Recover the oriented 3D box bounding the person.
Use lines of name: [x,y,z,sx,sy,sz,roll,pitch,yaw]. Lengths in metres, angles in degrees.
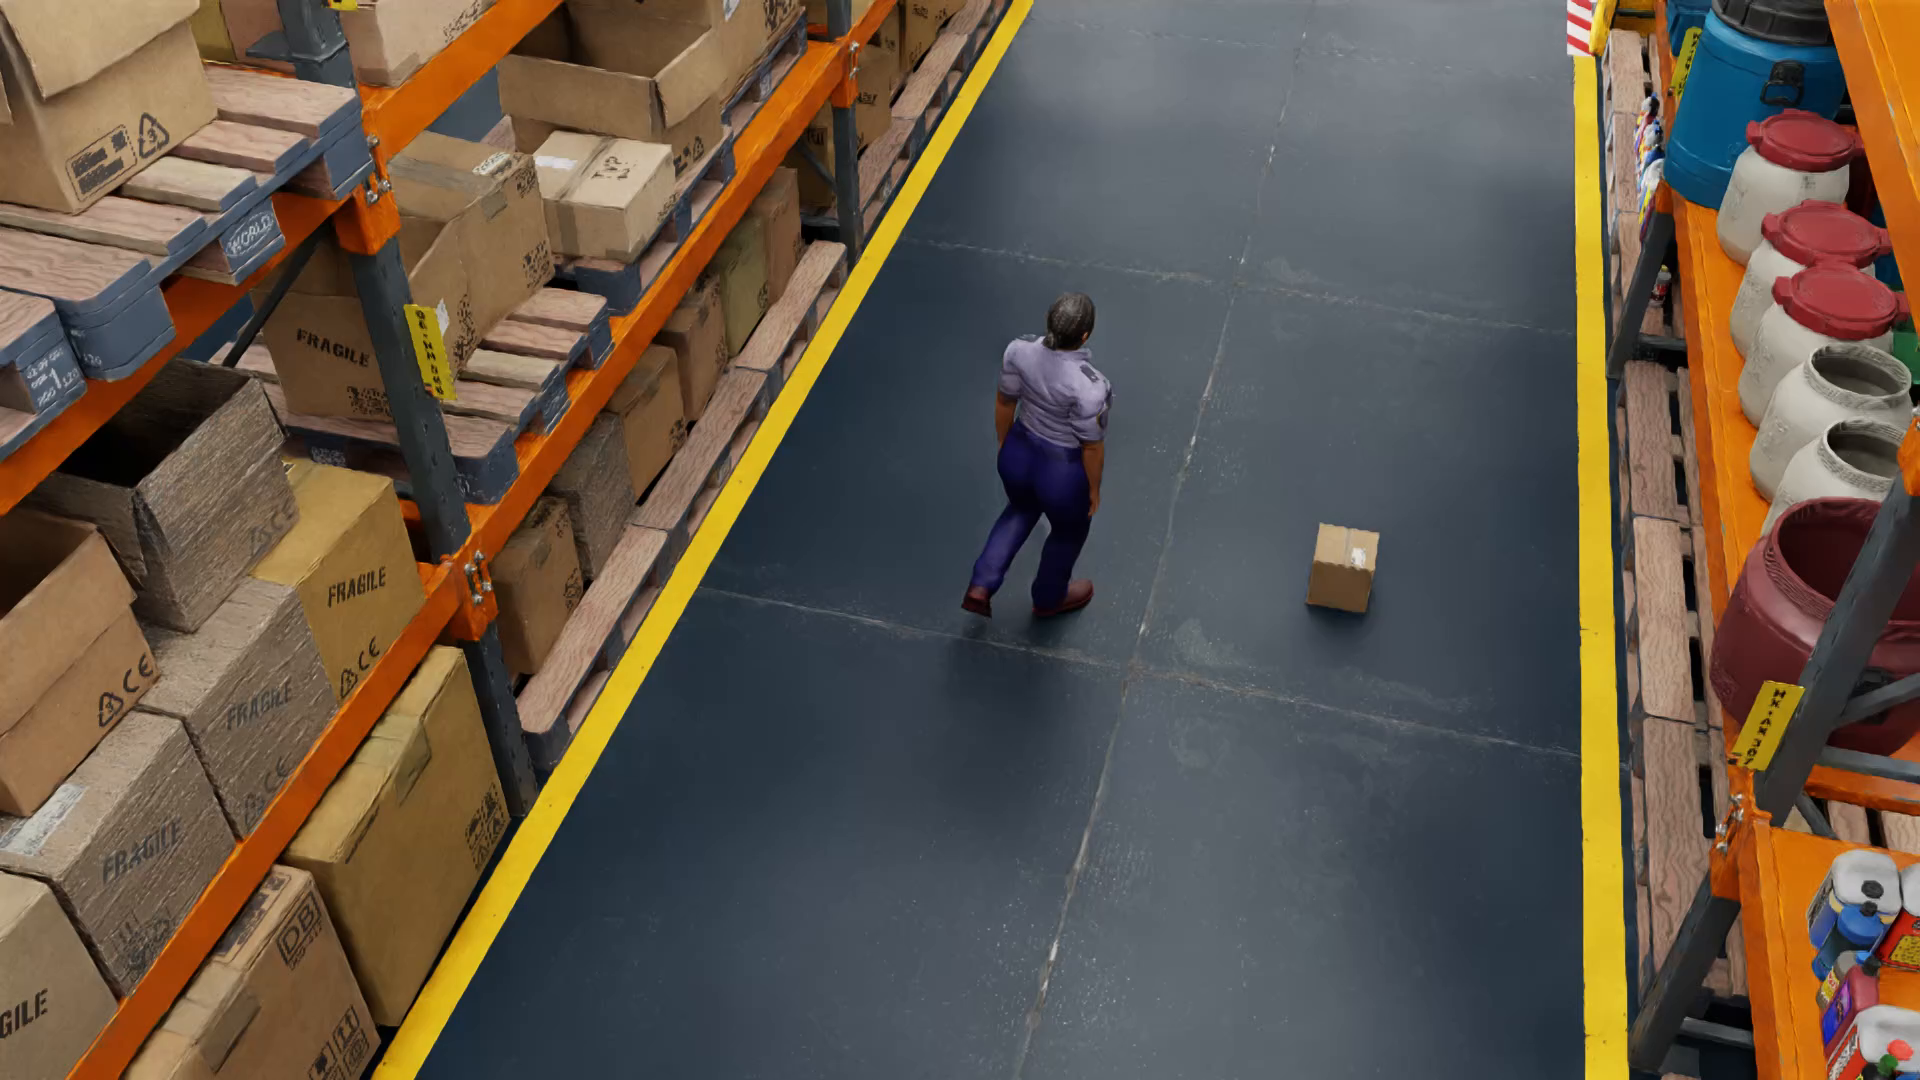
person: [0.331,-0.273,6.465,0.511,1.629,0.621,32,50,31]
